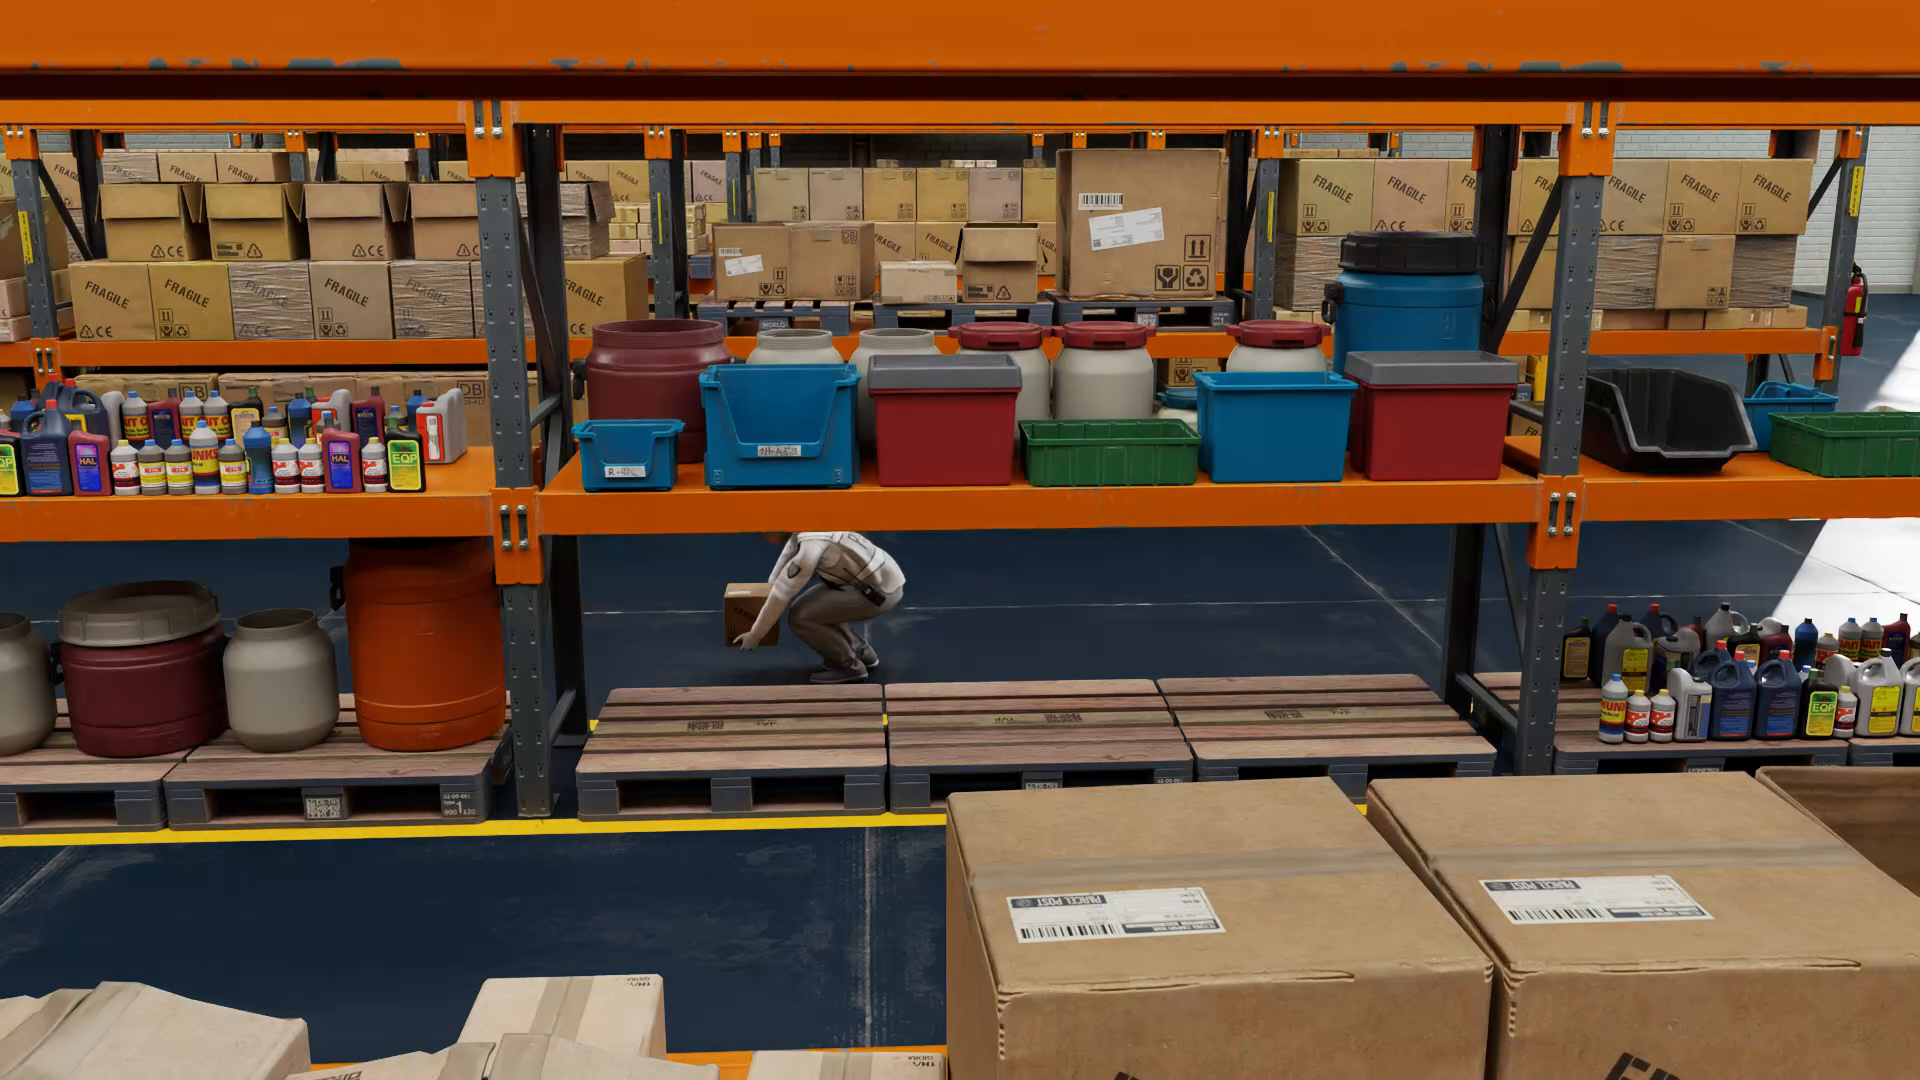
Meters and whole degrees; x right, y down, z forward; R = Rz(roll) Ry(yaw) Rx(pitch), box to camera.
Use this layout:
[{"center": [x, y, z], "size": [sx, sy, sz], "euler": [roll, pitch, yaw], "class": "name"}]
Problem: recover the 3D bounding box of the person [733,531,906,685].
[{"center": [-0.687, 0.209, 8.114], "size": [0.842, 0.981, 0.466], "euler": [-1, 14, -5], "class": "person"}]
